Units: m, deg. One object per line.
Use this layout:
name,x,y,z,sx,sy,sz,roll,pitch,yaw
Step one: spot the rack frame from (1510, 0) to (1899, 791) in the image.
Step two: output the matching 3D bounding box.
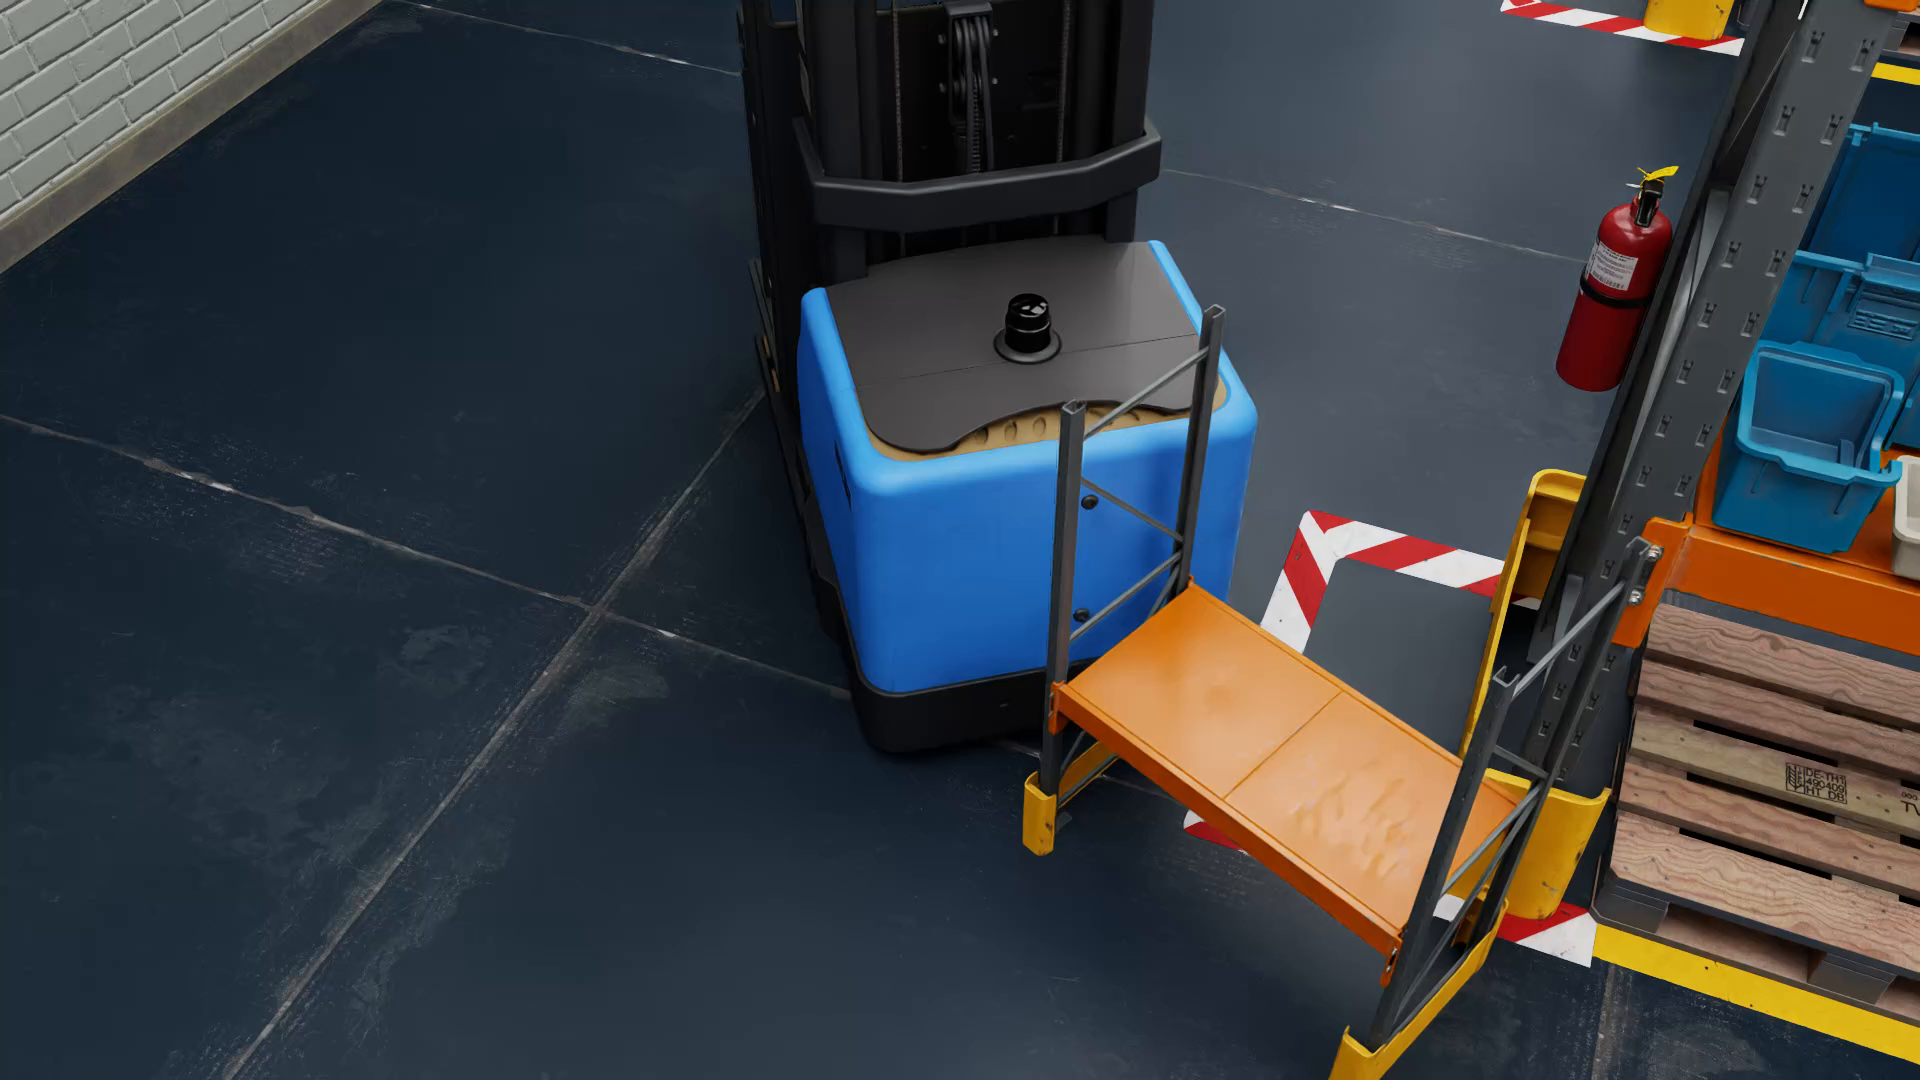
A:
rack frame,1.611,-0.500,3.626,0.127,3.000,1.000,16,47,16

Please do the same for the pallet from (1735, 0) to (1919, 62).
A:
pallet,4.286,-2.570,7.683,1.213,0.211,1.003,16,47,16

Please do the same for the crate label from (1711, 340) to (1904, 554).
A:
crate label,1.712,-0.181,3.381,0.303,0.233,0.416,16,47,16

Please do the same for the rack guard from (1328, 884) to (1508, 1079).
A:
rack guard,1.096,1.088,3.979,0.587,0.250,0.087,-35,54,-30

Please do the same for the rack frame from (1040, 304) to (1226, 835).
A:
rack frame,0.394,0.146,4.040,0.500,1.500,0.032,-35,54,-30

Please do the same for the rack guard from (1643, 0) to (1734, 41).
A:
rack guard,3.496,-2.845,7.755,0.348,0.500,1.175,16,47,16

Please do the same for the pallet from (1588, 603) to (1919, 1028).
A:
pallet,2.357,0.737,4.359,1.213,0.211,1.003,16,47,16

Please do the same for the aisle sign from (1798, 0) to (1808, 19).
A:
aisle sign,1.430,-1.248,2.535,0.004,0.787,0.394,16,47,16

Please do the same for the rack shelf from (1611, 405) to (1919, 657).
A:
rack shelf,3.457,0.298,3.334,4.000,0.370,1.077,16,47,16

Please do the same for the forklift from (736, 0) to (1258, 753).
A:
forklift,-0.091,-1.514,4.693,1.130,2.935,3.031,-10,46,-10

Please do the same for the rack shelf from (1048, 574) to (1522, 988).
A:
rack shelf,0.752,0.528,3.911,0.538,0.185,1.000,-35,54,-30

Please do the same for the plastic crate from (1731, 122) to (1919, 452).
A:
plastic crate,1.992,-0.565,3.623,0.499,0.435,0.616,16,47,16

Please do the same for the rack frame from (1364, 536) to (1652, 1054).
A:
rack frame,1.110,0.655,3.529,0.500,1.500,0.032,-35,54,-30

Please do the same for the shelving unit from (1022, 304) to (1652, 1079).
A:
shelving unit,0.745,0.396,3.789,0.587,1.500,1.083,-35,54,-30

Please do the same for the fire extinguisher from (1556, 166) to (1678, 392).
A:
fire extinguisher,1.647,-0.678,4.124,0.183,0.674,0.296,16,47,16

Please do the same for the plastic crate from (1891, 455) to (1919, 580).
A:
plastic crate,1.976,-0.006,3.274,0.298,0.136,0.250,16,47,16

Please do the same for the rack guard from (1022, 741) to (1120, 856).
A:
rack guard,0.395,0.589,4.481,0.587,0.250,0.087,-35,54,-30

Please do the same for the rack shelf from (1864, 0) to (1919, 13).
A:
rack shelf,3.457,-0.766,2.276,4.000,0.370,1.077,16,47,16

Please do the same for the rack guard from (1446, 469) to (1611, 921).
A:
rack guard,1.584,0.388,4.506,0.348,0.500,1.175,16,47,16
